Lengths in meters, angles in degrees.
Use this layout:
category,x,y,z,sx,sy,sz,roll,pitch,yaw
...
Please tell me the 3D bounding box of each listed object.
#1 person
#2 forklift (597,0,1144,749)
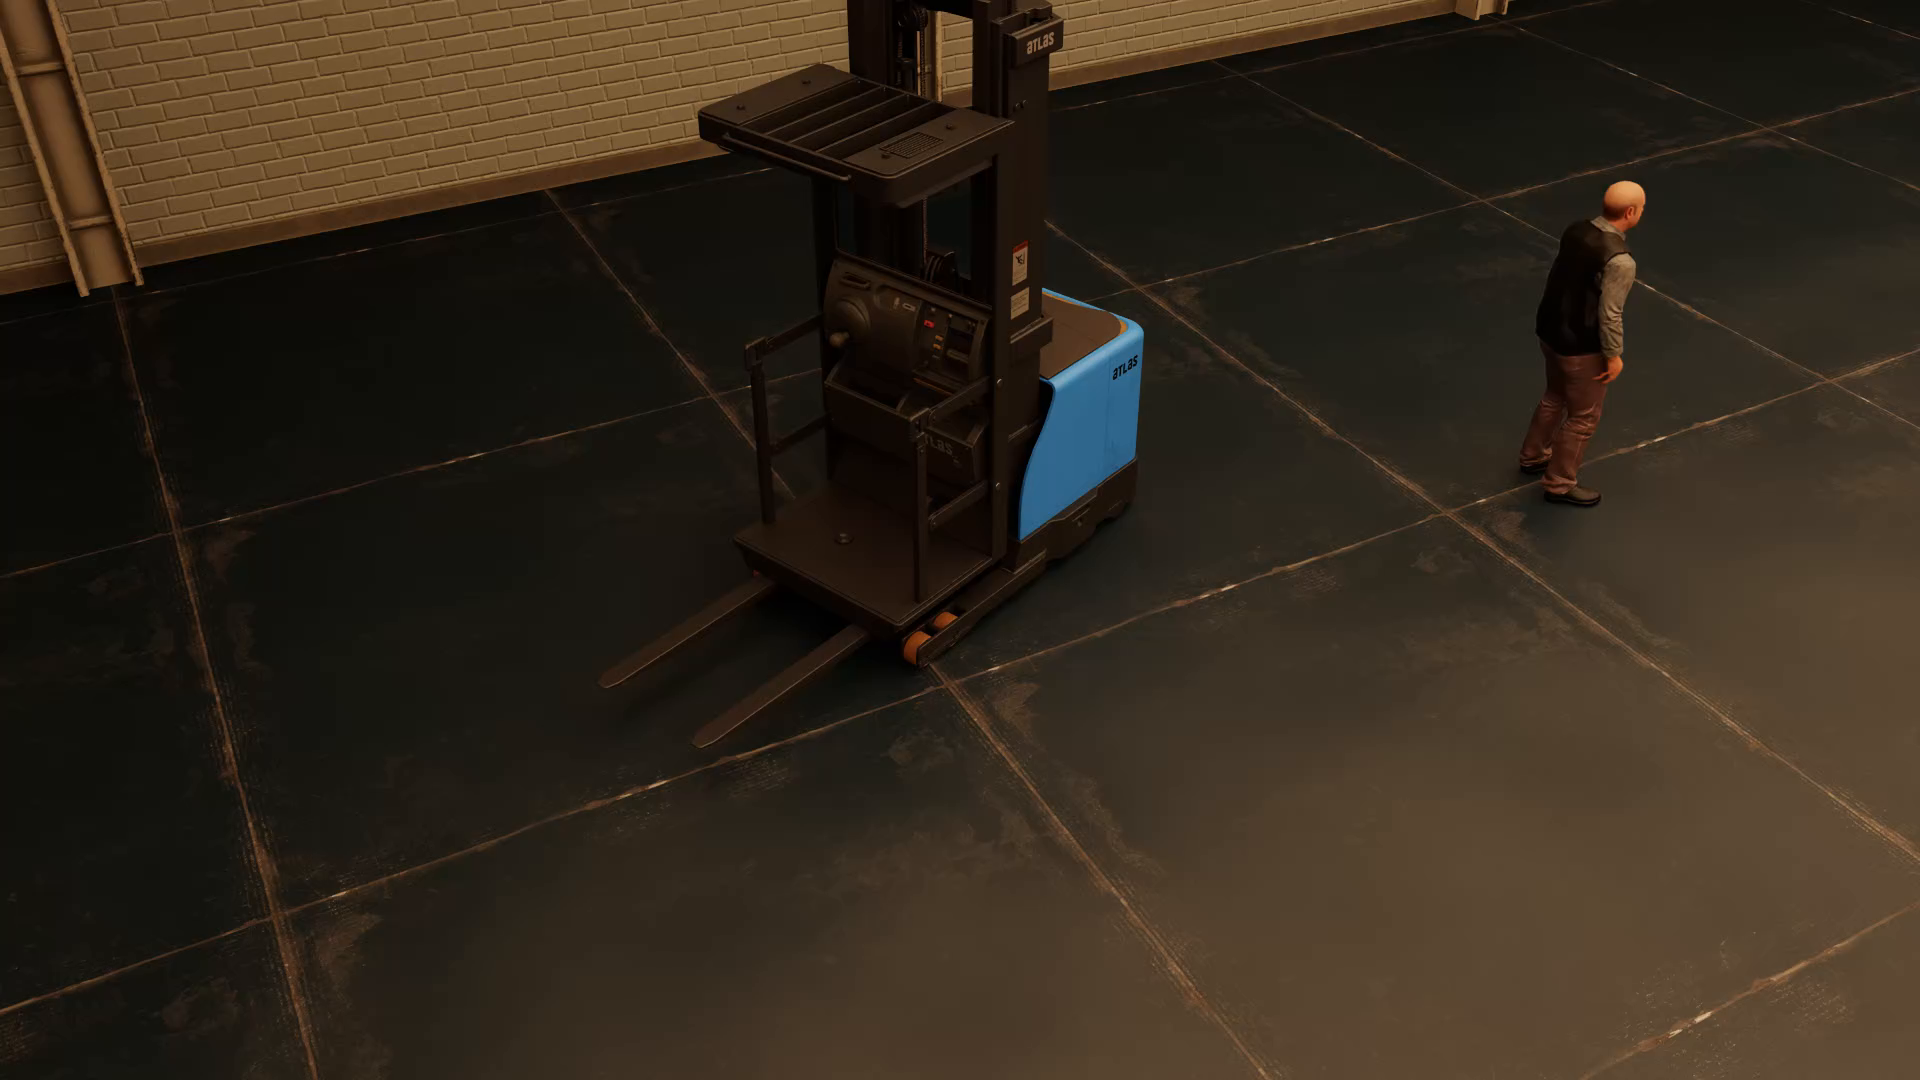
category,x,y,z,sx,sy,sz,roll,pitch,yaw
person,3.208,-1.035,8.635,0.415,1.722,0.590,-6,36,-9
forklift,-0.390,-0.927,7.434,1.130,2.935,3.031,26,43,31
